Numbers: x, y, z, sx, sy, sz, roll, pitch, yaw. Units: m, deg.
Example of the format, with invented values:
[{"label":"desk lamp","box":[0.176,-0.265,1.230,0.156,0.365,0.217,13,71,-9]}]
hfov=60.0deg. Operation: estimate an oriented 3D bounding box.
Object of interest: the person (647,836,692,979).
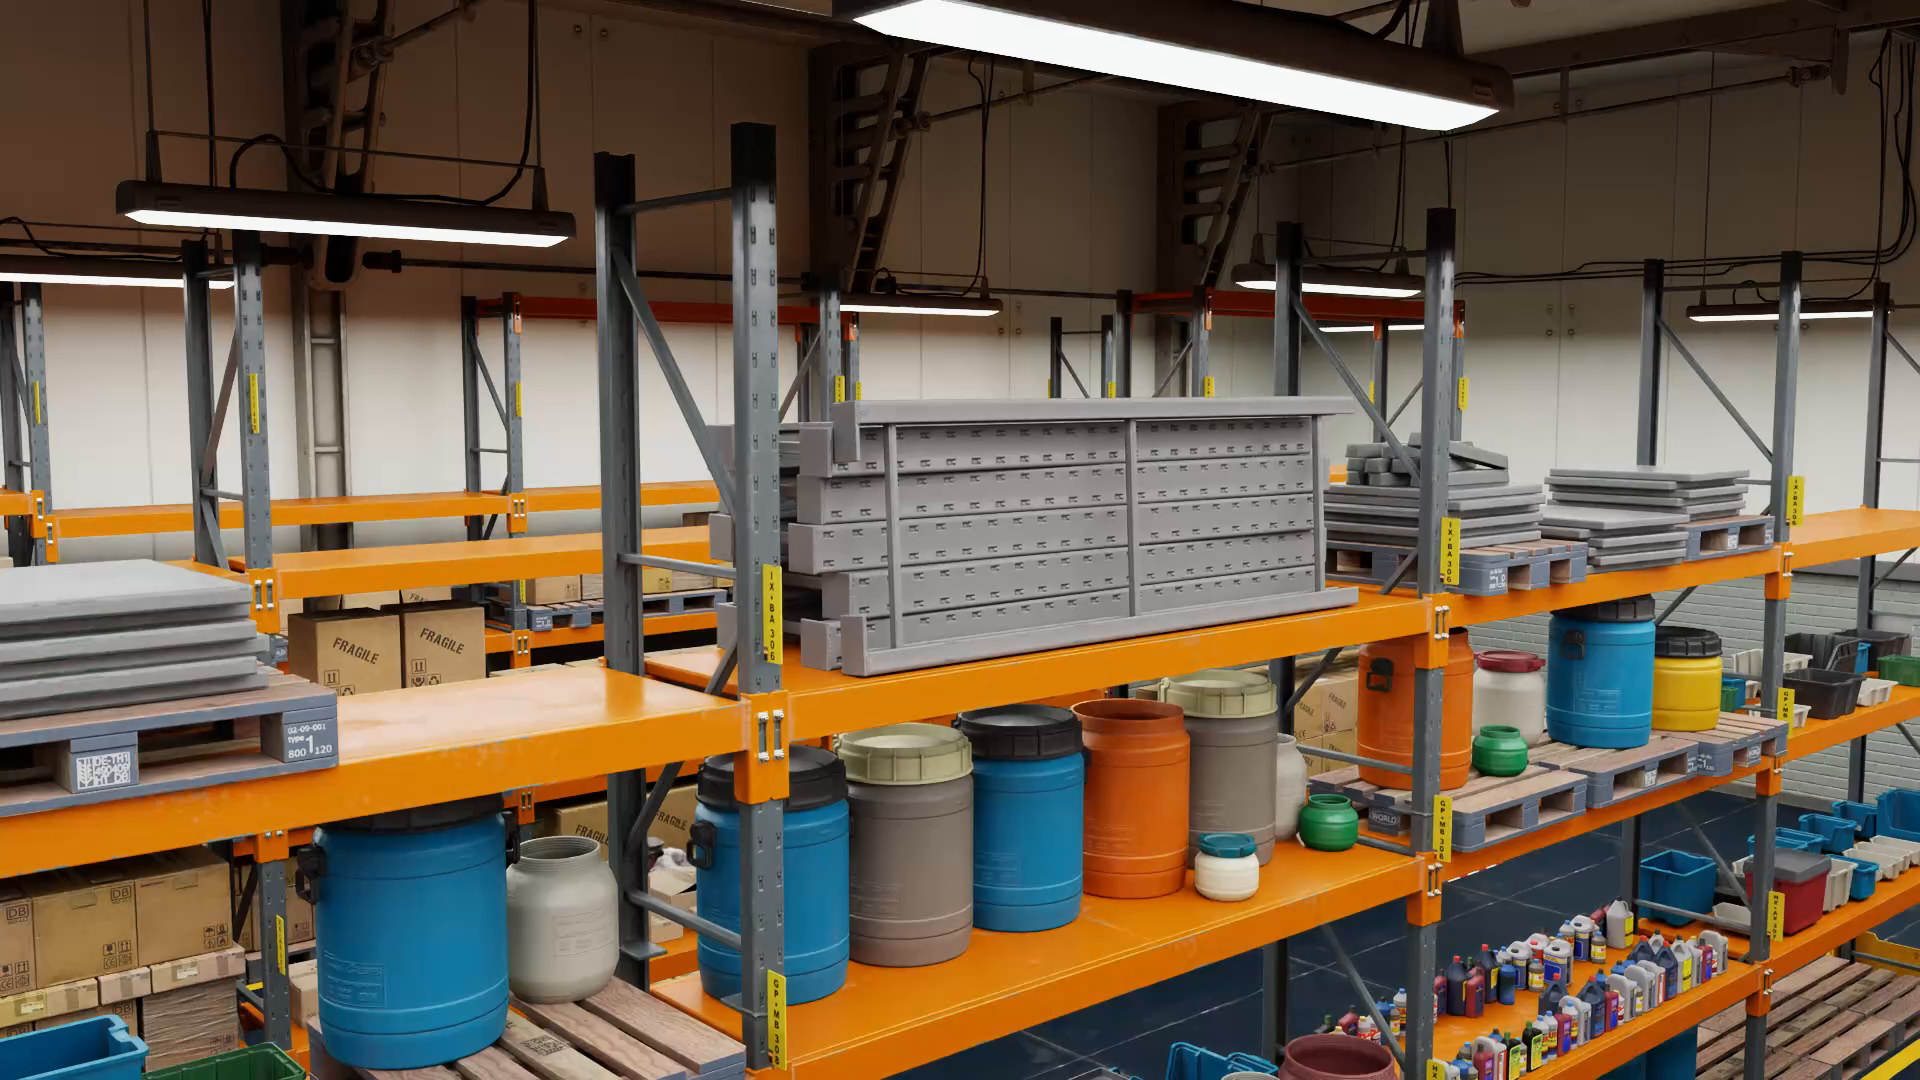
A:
[{"label":"person","box":[-2.301,3.148,13.841,0.973,1.471,0.611,-3,6,-31]}]
